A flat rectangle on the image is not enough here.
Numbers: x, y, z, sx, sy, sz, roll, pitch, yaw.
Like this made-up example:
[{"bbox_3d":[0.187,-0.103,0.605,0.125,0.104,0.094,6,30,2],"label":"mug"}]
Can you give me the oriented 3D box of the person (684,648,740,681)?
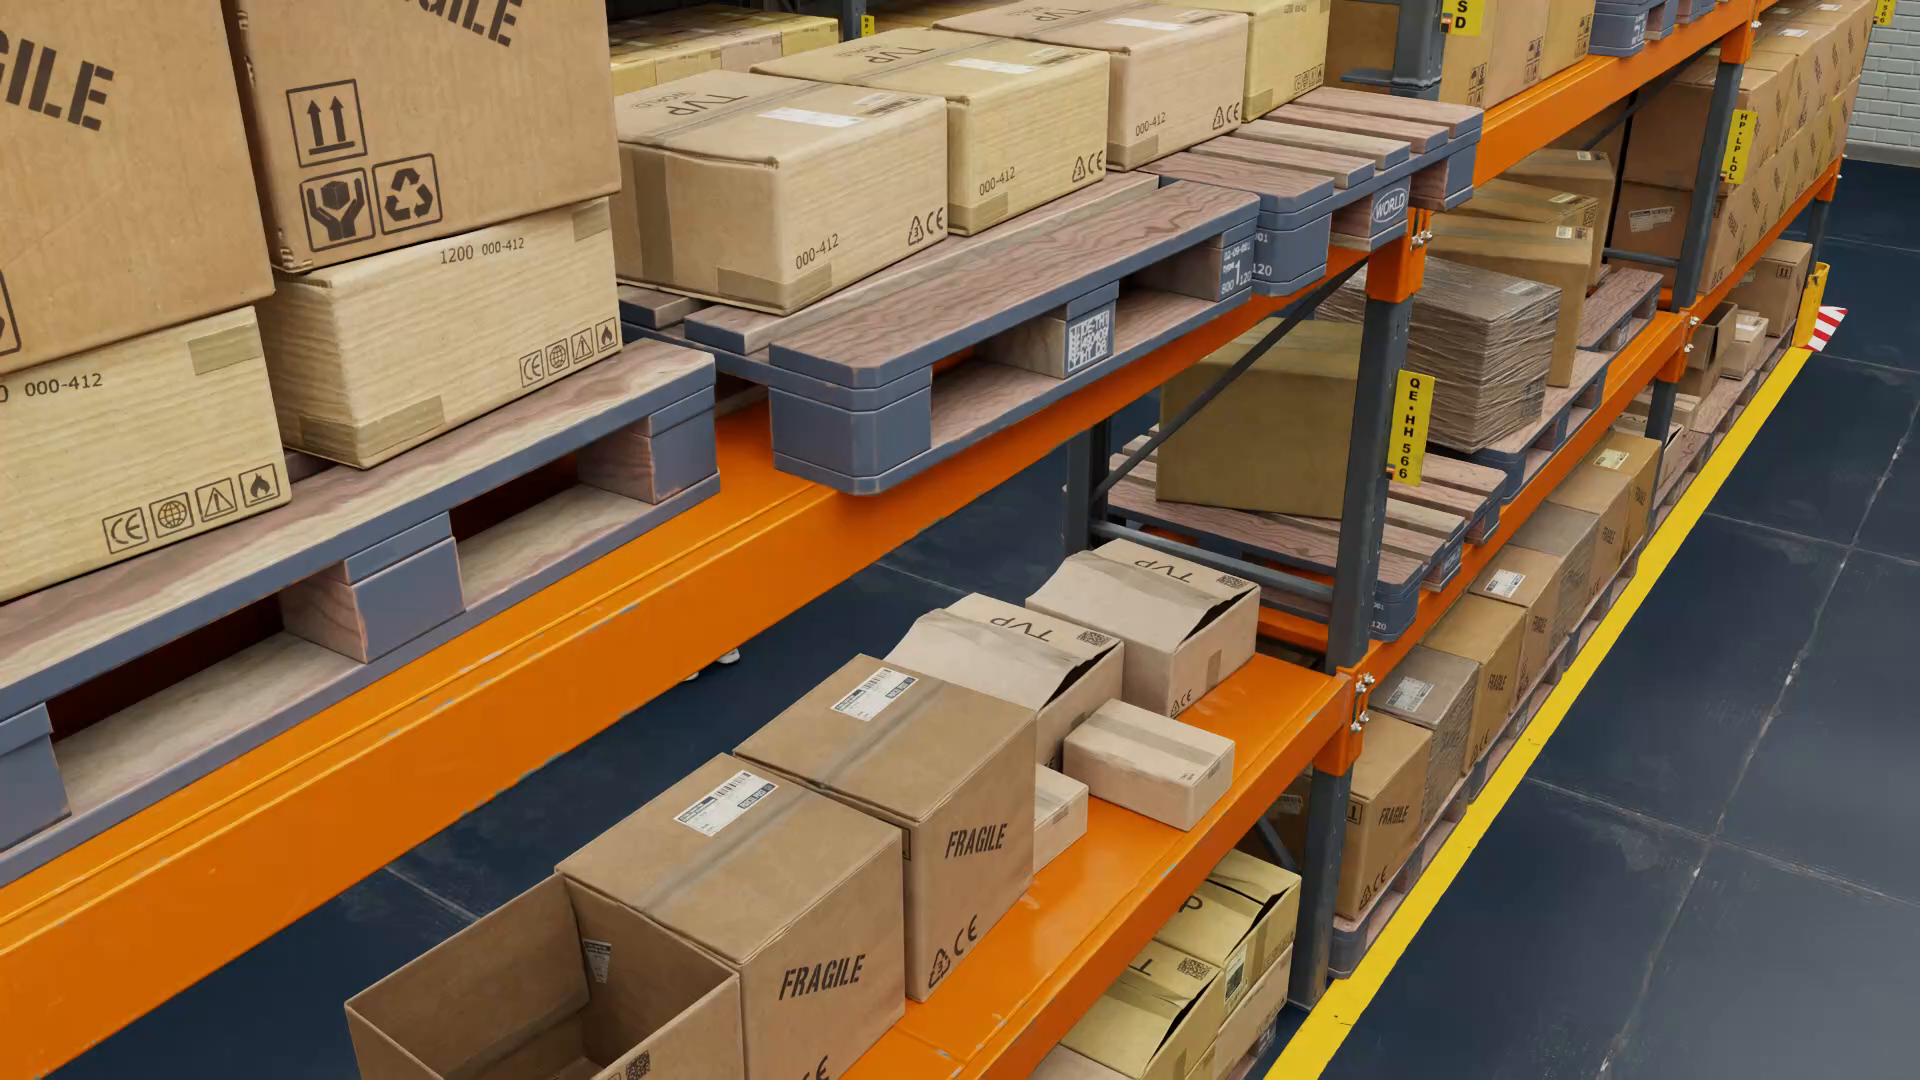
[{"bbox_3d":[-1.281,-0.248,7.135,0.552,1.772,0.529,18,32,31],"label":"person"}]
